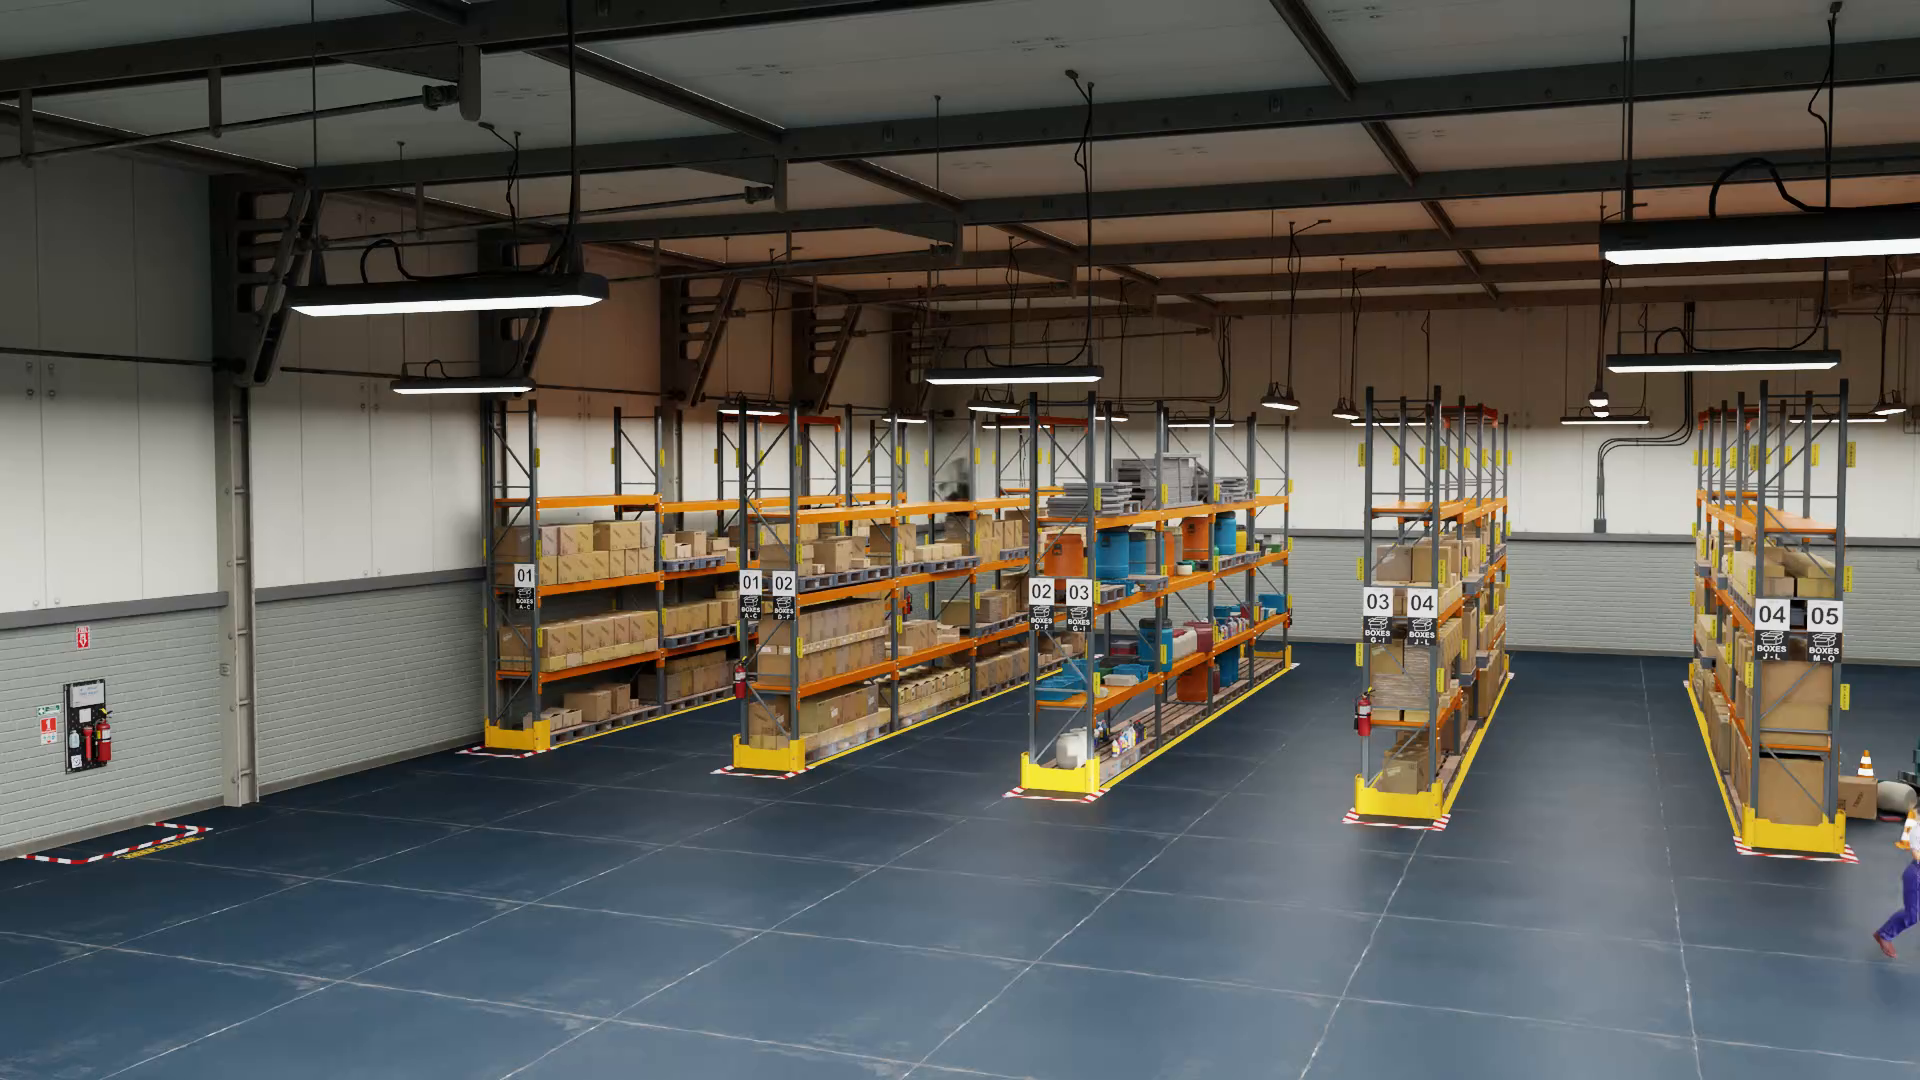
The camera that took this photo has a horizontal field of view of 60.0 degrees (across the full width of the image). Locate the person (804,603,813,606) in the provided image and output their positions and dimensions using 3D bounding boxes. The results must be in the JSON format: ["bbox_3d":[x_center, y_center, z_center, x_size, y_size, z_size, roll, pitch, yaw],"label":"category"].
[{"bbox_3d":[-3.001,2.190,33.607,0.641,1.866,0.727,1,3,16],"label":"person"}]

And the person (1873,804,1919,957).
[{"bbox_3d":[9.471,3.356,16.344,0.624,1.677,0.874,-2,3,-32],"label":"person"}]
